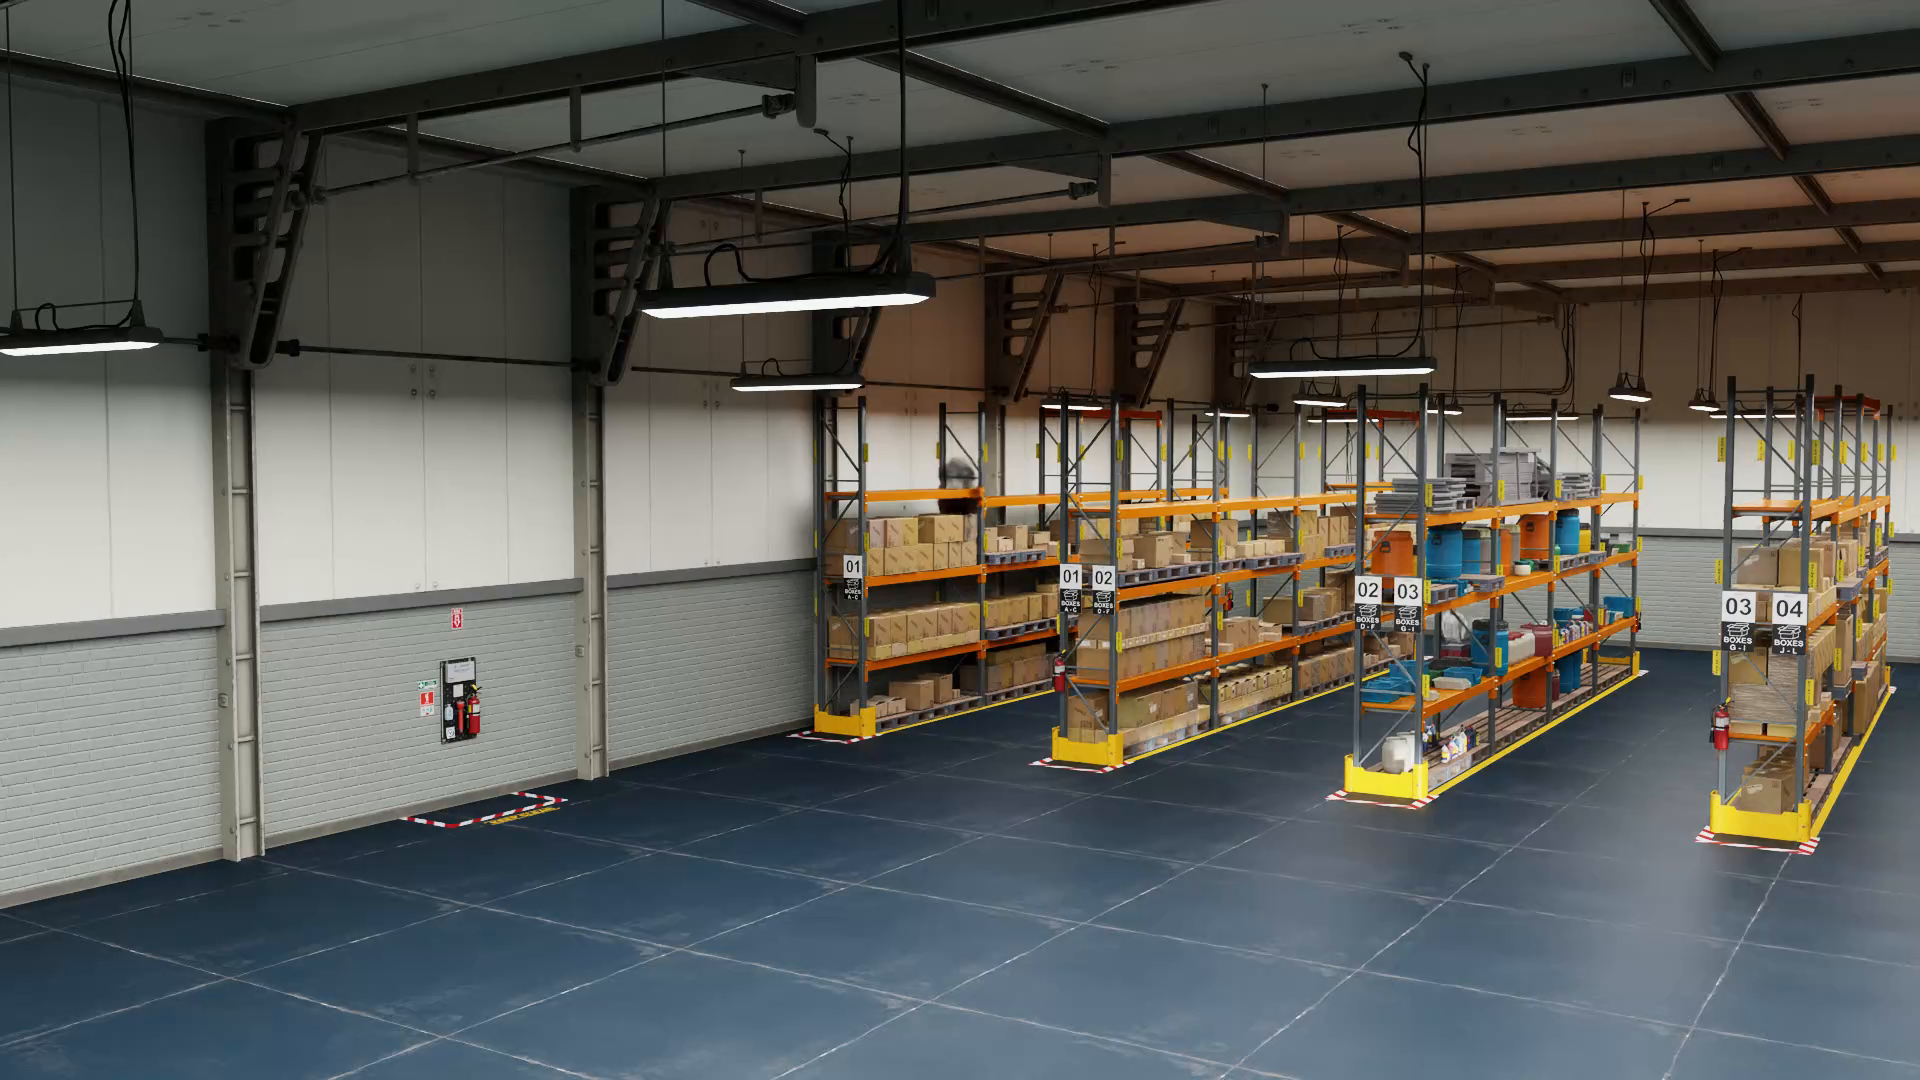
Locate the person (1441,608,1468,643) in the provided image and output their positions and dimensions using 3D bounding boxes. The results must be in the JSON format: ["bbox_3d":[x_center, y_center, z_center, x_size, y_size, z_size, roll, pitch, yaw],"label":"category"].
[{"bbox_3d":[11.137,2.213,37.543,0.608,1.677,0.819,1,3,23],"label":"person"}]
